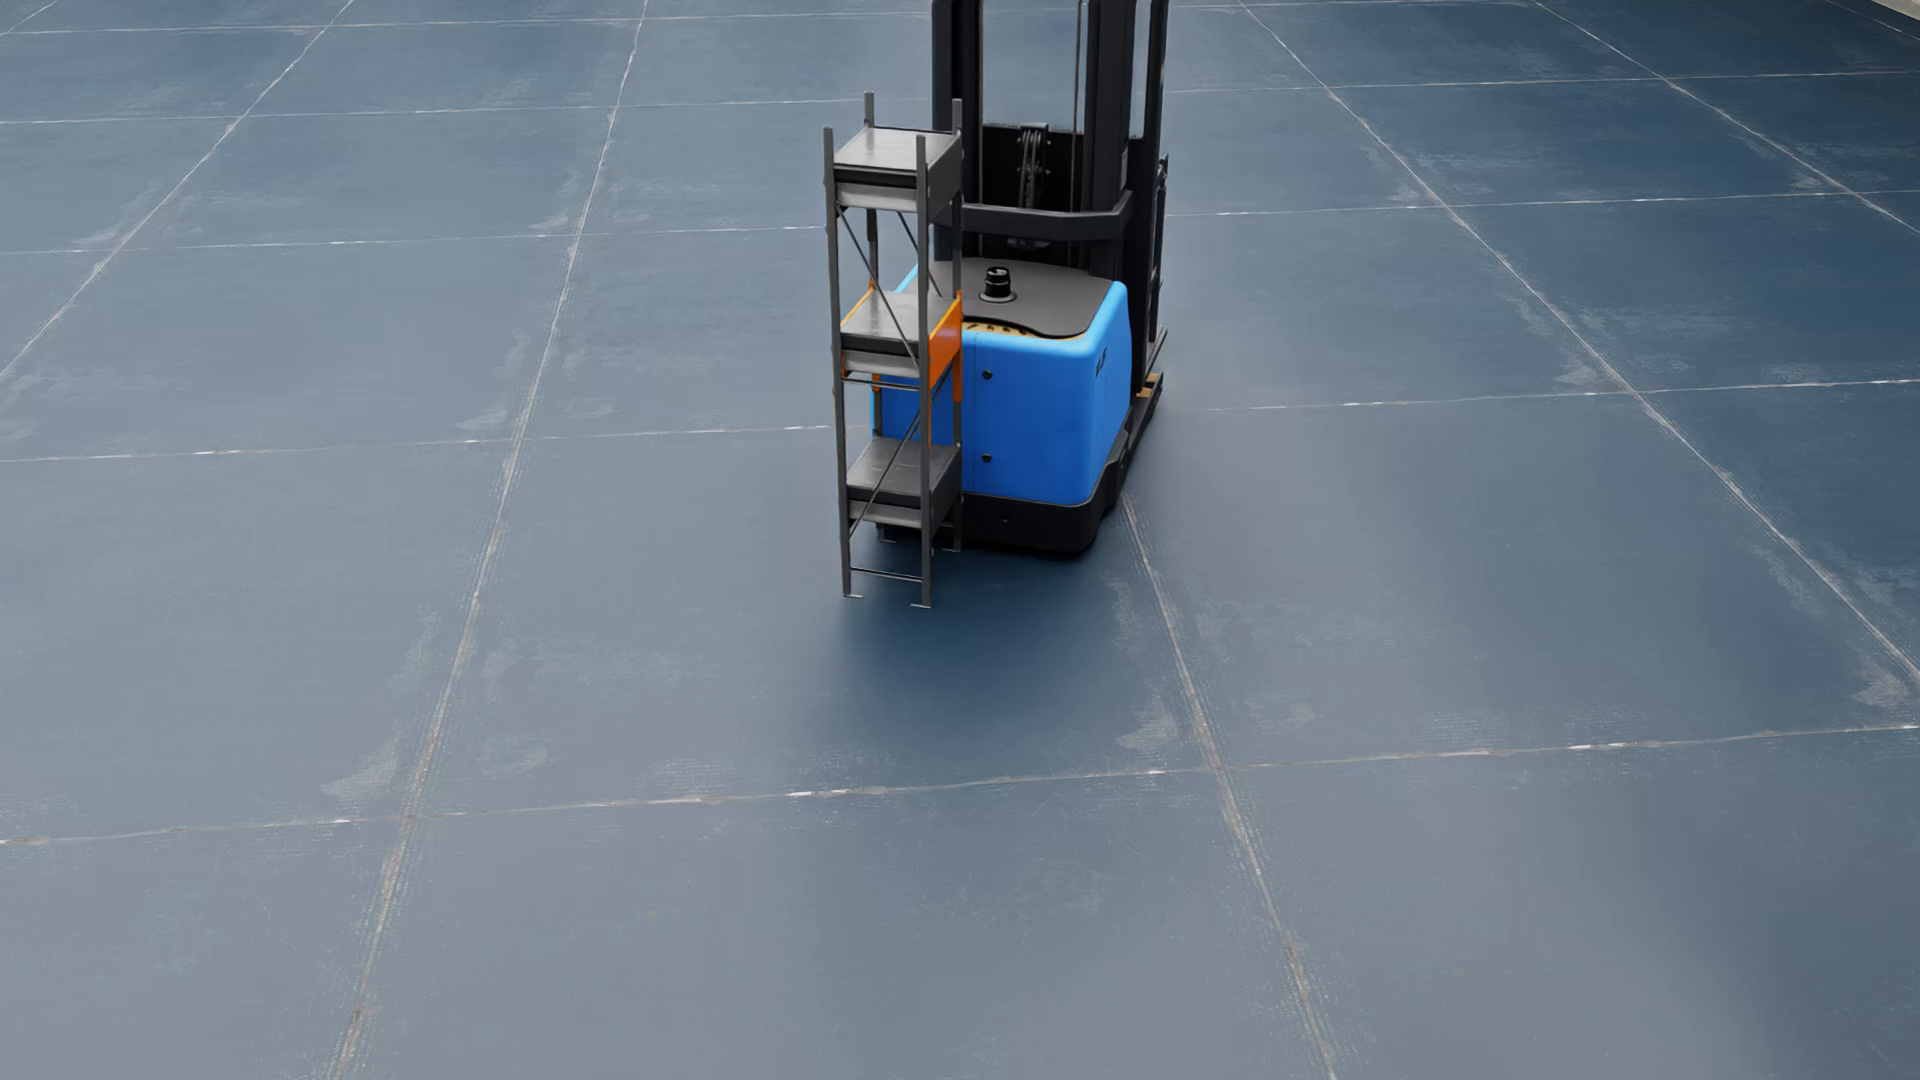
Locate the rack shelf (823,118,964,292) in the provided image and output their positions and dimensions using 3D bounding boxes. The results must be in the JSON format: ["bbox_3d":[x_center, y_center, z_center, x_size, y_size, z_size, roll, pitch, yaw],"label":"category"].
[{"bbox_3d":[-0.255,-1.336,6.601,0.431,0.518,0.480,8,32,14],"label":"rack shelf"}]

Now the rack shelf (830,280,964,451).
[{"bbox_3d":[-0.255,-0.735,6.960,0.431,0.518,0.480,8,32,14],"label":"rack shelf"}]

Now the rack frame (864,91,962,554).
[{"bbox_3d":[-0.188,-0.867,7.155,0.400,2.100,0.015,8,32,14],"label":"rack frame"}]

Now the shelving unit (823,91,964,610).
[{"bbox_3d":[-0.255,-0.747,6.953,0.431,2.100,0.503,8,32,14],"label":"shelving unit"}]

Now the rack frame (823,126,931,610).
[{"bbox_3d":[-0.321,-0.627,6.751,0.400,2.100,0.015,8,32,14],"label":"rack frame"}]

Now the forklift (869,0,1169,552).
[{"bbox_3d":[0.472,-1.947,8.152,1.130,2.935,3.031,8,32,14],"label":"forklift"}]

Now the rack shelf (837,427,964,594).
[{"bbox_3d":[-0.255,-0.134,7.319,0.431,0.518,0.480,8,32,14],"label":"rack shelf"}]
